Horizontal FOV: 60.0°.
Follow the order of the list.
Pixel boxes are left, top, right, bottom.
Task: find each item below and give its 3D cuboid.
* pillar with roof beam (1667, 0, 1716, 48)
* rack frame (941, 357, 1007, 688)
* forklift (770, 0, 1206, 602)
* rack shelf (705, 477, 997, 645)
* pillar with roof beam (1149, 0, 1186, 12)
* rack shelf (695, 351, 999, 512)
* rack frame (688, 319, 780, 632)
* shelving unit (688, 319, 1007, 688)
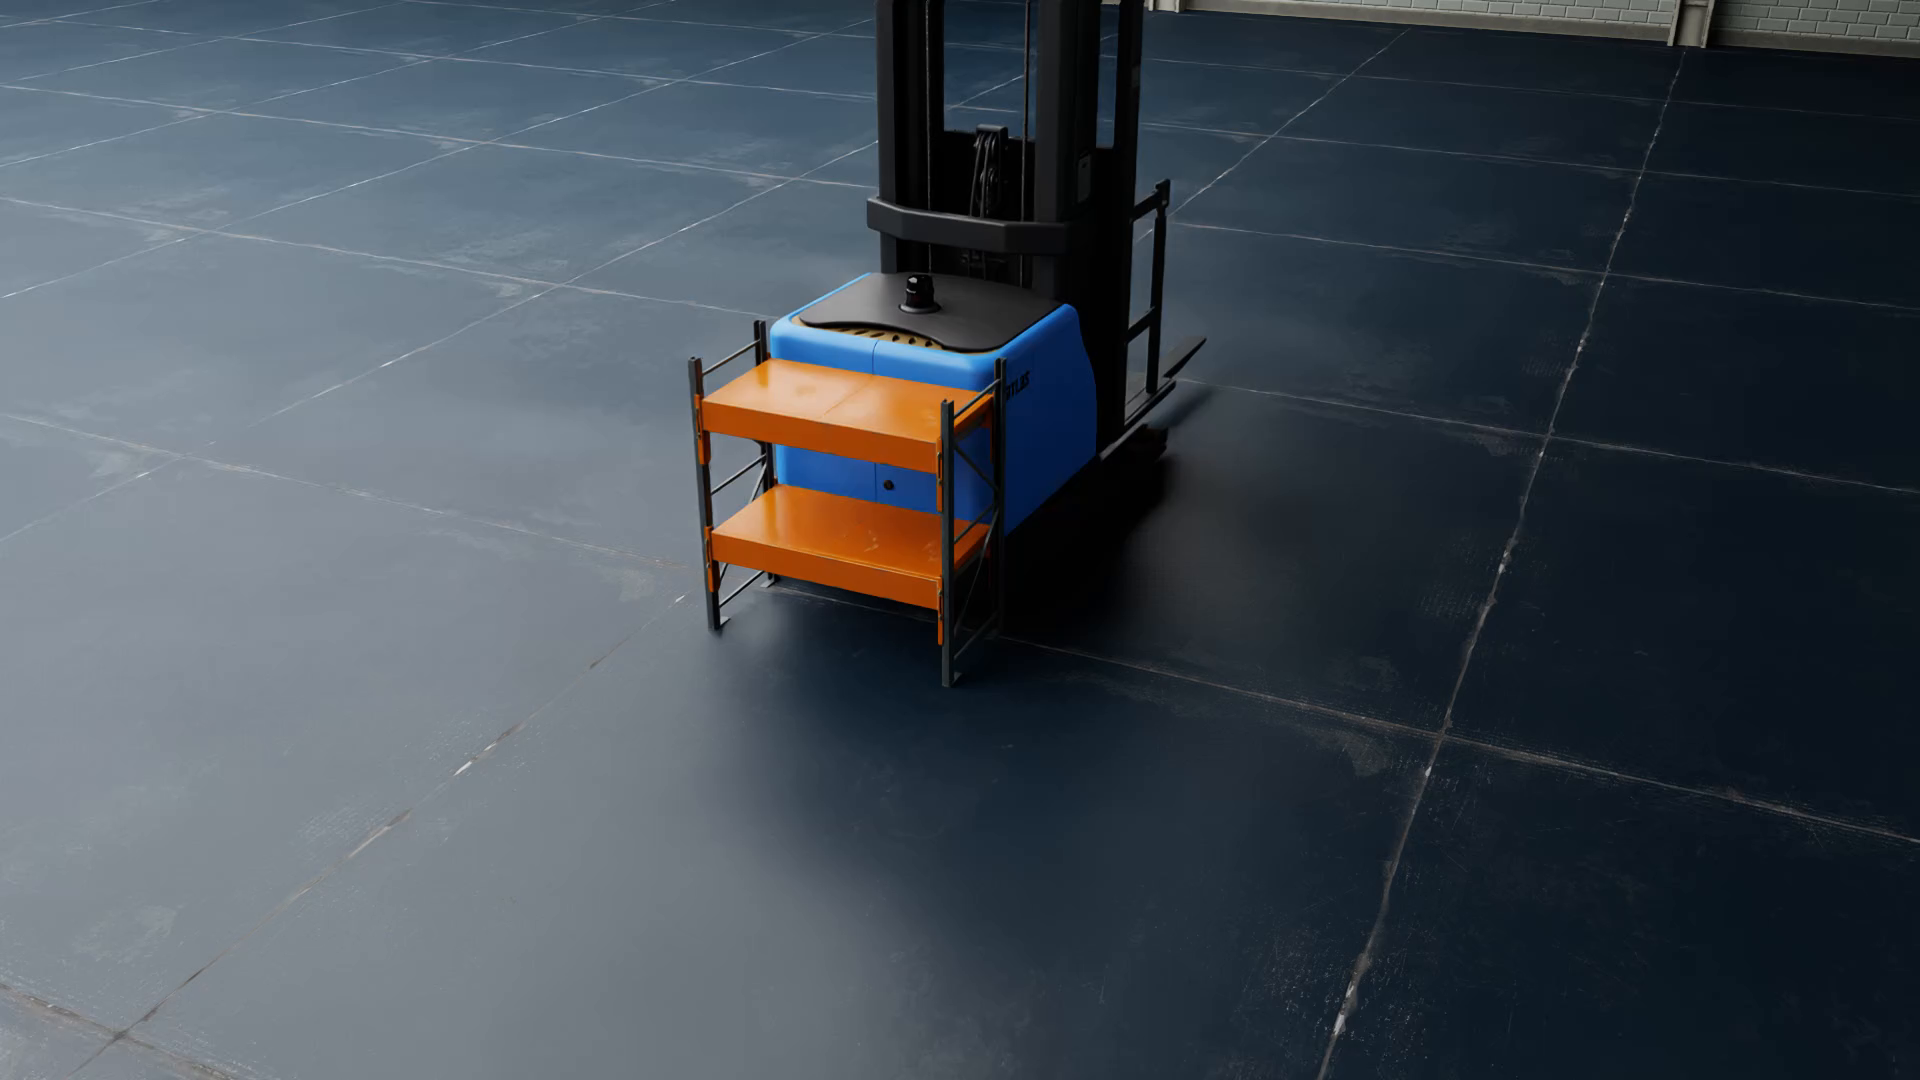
[{"bbox_3d":[6.251,-7.778,12.860,0.400,9.000,9.100,11,28,22],"label":"pillar with roof beam"},{"bbox_3d":[0.052,-0.060,6.098,0.032,1.125,0.500,12,28,22],"label":"rack frame"},{"bbox_3d":[0.346,-1.690,7.363,1.130,2.935,3.031,13,29,24],"label":"forklift"},{"bbox_3d":[-0.409,0.065,6.398,1.000,0.278,0.538,12,28,22],"label":"rack shelf"},{"bbox_3d":[0.789,-8.875,15.088,0.400,9.000,9.100,11,28,22],"label":"pillar with roof beam"},{"bbox_3d":[-0.409,-0.417,6.161,1.000,0.278,0.538,12,28,22],"label":"rack shelf"},{"bbox_3d":[-0.871,-0.249,6.481,0.032,1.125,0.500,12,28,22],"label":"rack frame"},{"bbox_3d":[-0.409,-0.154,6.290,1.048,1.125,0.538,12,28,22],"label":"shelving unit"}]
